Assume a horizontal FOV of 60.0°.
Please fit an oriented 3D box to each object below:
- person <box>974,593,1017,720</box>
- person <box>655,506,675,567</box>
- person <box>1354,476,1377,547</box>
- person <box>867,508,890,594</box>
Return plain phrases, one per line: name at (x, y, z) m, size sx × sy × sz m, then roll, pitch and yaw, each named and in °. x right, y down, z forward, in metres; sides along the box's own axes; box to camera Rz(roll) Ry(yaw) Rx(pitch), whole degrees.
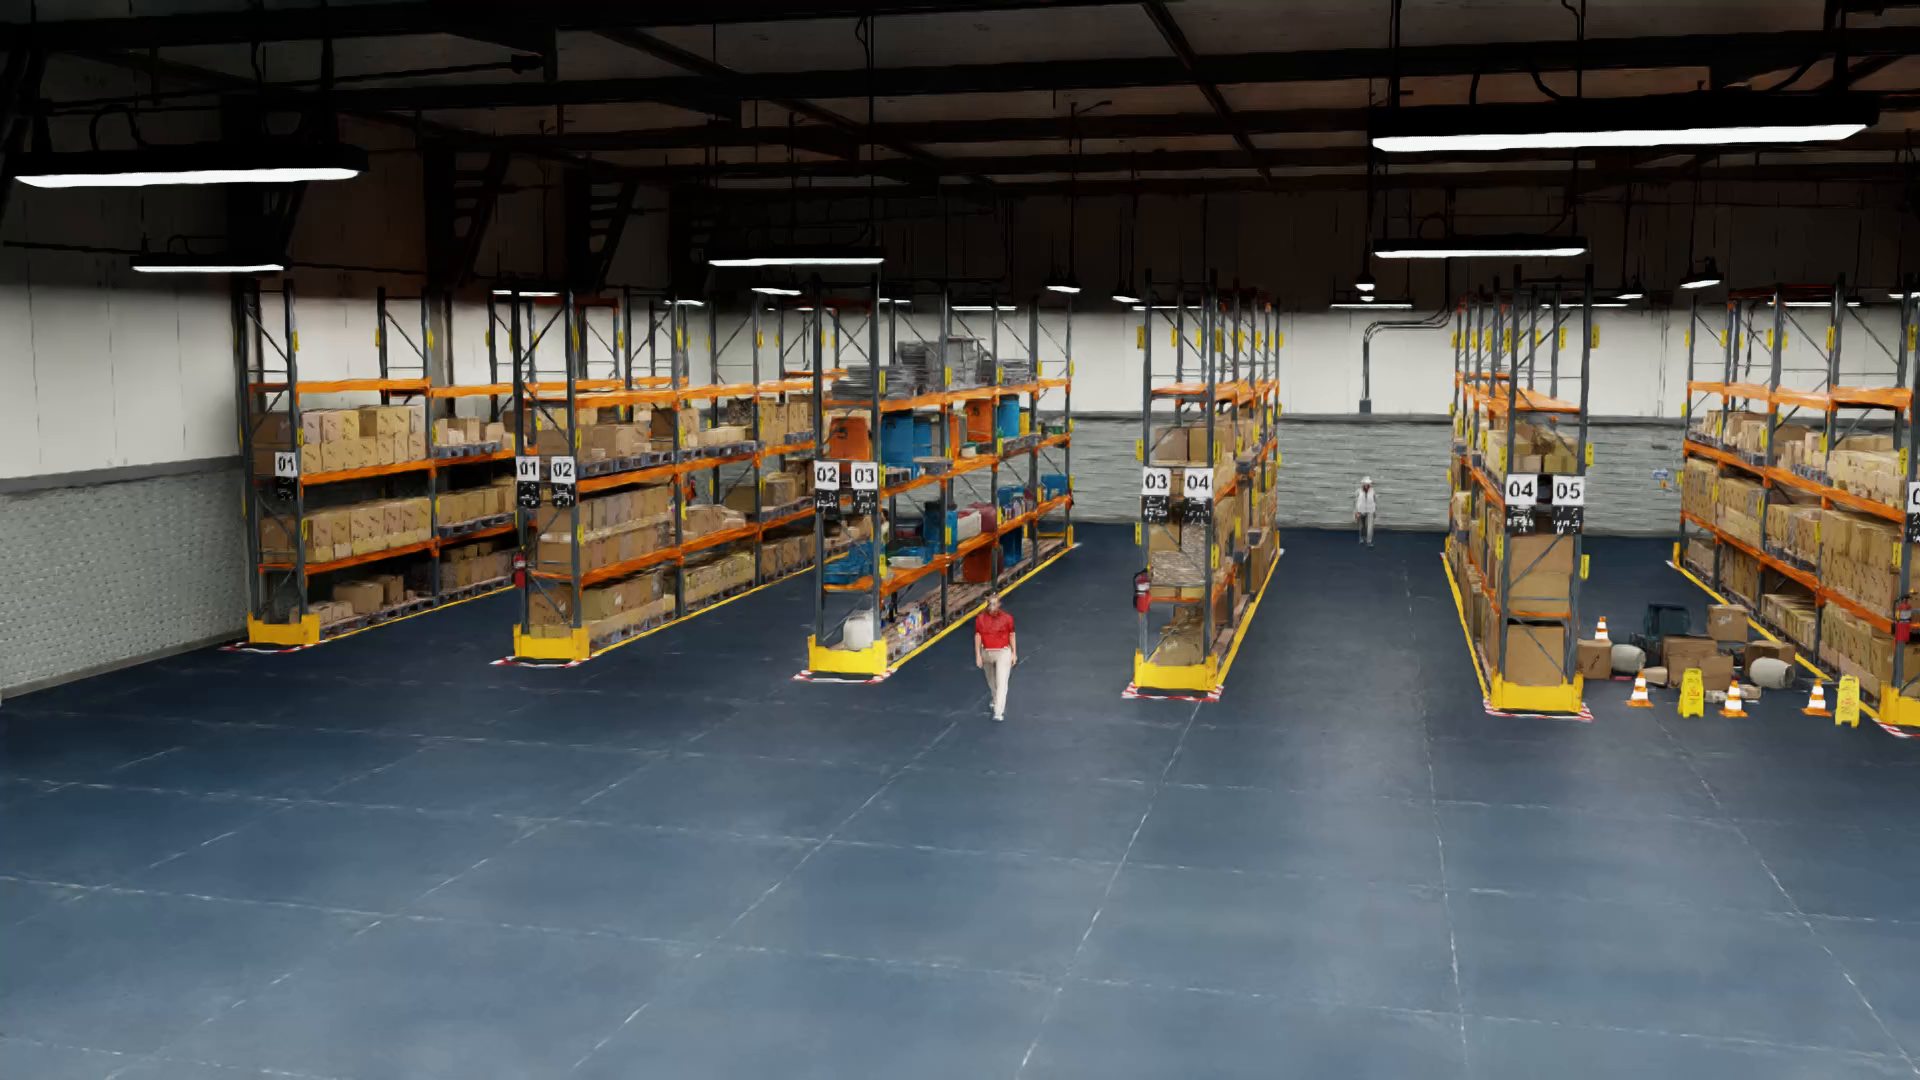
person at (0.452, 1.517, 22.181) m, size 0.542 × 1.645 × 1.126 m, roll 2°, pitch 7°, yaw 16°
person at (-6.397, -0.133, 35.841) m, size 0.719 × 1.714 × 0.578 m, roll 2°, pitch 7°, yaw 13°
person at (9.879, -0.713, 40.569) m, size 0.543 × 1.700 × 1.115 m, roll 2°, pitch 7°, yaw 16°
person at (-1.439, 0.195, 31.038) m, size 0.444 × 1.603 × 1.019 m, roll 3°, pitch 7°, yaw 22°
